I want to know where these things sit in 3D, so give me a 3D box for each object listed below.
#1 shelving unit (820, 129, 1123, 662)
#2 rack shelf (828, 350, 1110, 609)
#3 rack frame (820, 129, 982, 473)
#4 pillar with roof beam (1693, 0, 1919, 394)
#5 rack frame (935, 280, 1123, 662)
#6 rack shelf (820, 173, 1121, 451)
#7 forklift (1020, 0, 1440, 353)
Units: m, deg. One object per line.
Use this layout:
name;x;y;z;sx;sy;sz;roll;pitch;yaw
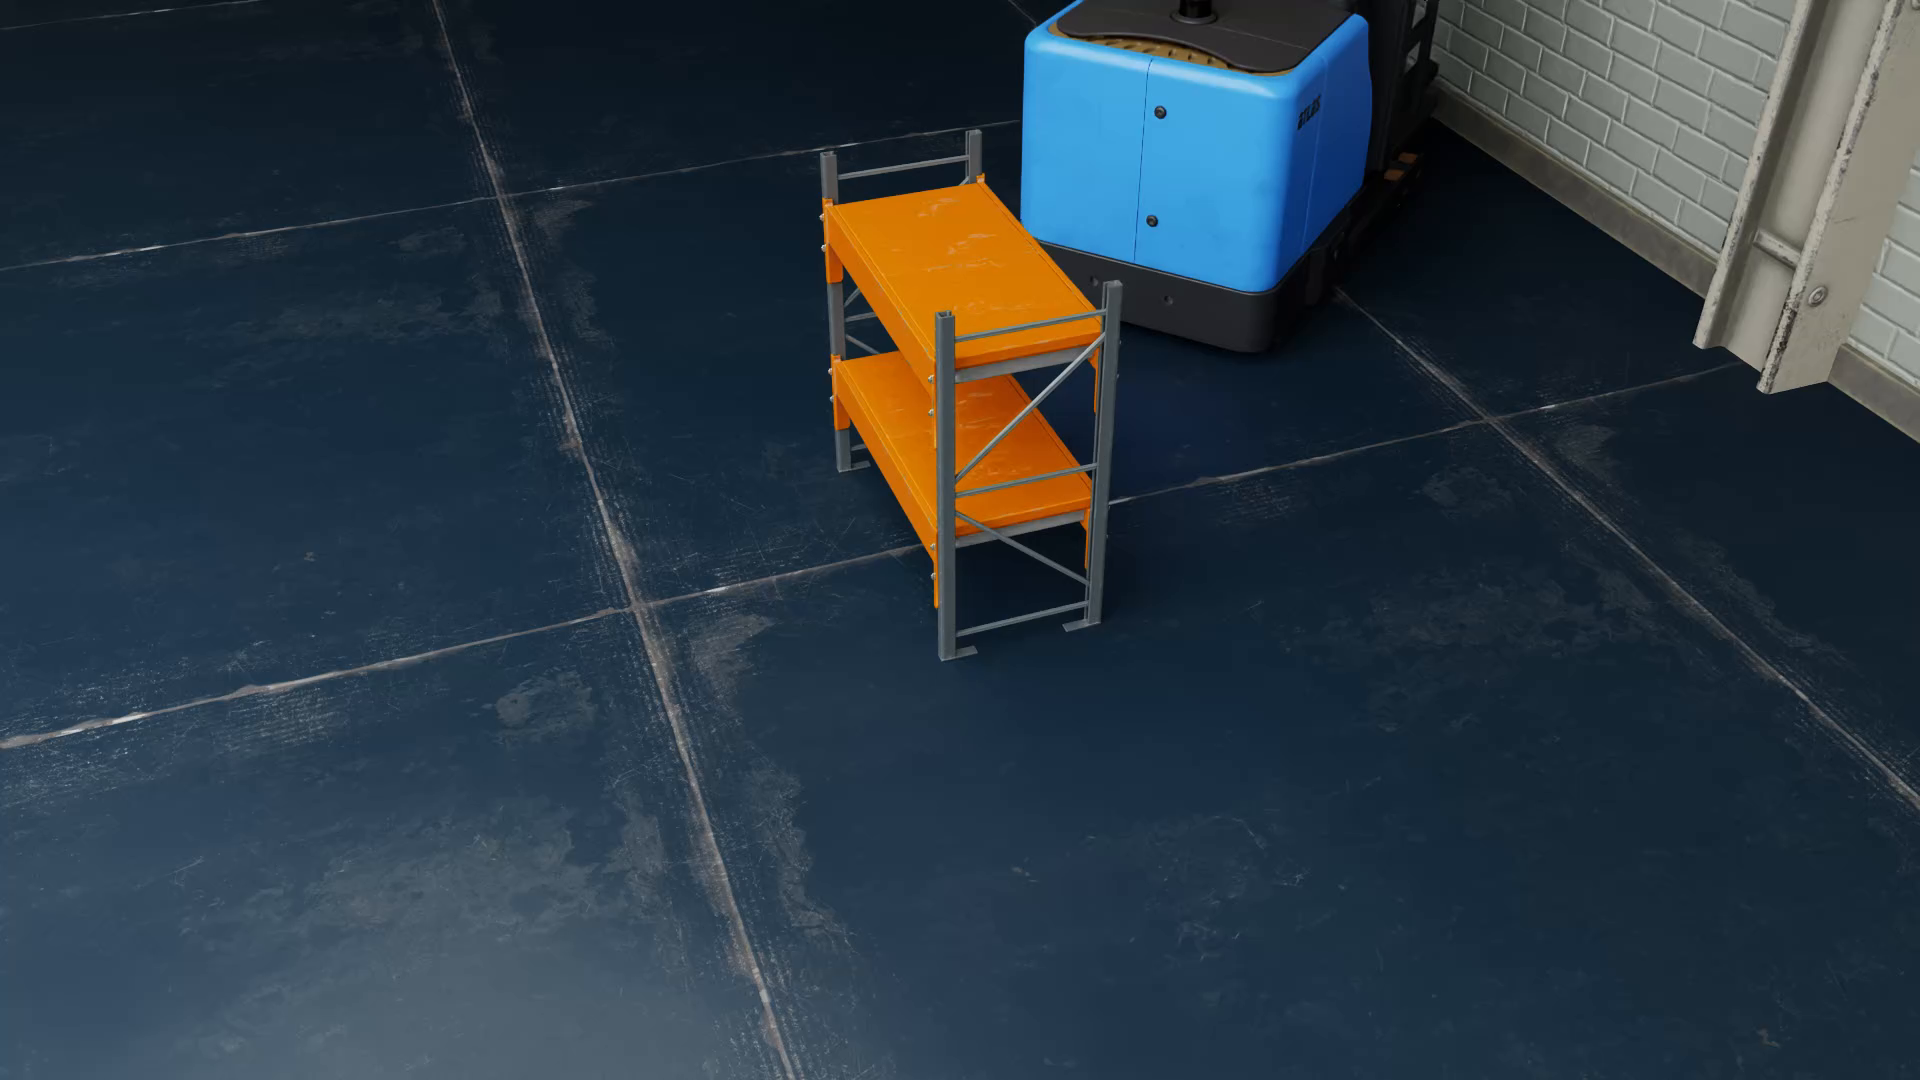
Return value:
shelving unit;0.002;-0.445;4.907;0.538;1.125;1.048;-12;39;-16
rack shelf;0.002;-0.250;5.054;0.538;0.278;1.000;-12;39;-16
rack frame;-0.173;-0.733;5.288;0.500;1.125;0.032;-12;39;-16
pillar with roof beam;-1.086;-3.366;2.240;9.100;9.000;0.400;-12;39;-16
rack frame;0.177;-0.158;4.525;0.500;1.125;0.032;-12;39;-16
rack shelf;0.002;-0.679;4.730;0.538;0.278;1.000;-12;39;-16
forklift;1.374;-2.717;6.421;1.130;2.935;3.031;19;41;23
